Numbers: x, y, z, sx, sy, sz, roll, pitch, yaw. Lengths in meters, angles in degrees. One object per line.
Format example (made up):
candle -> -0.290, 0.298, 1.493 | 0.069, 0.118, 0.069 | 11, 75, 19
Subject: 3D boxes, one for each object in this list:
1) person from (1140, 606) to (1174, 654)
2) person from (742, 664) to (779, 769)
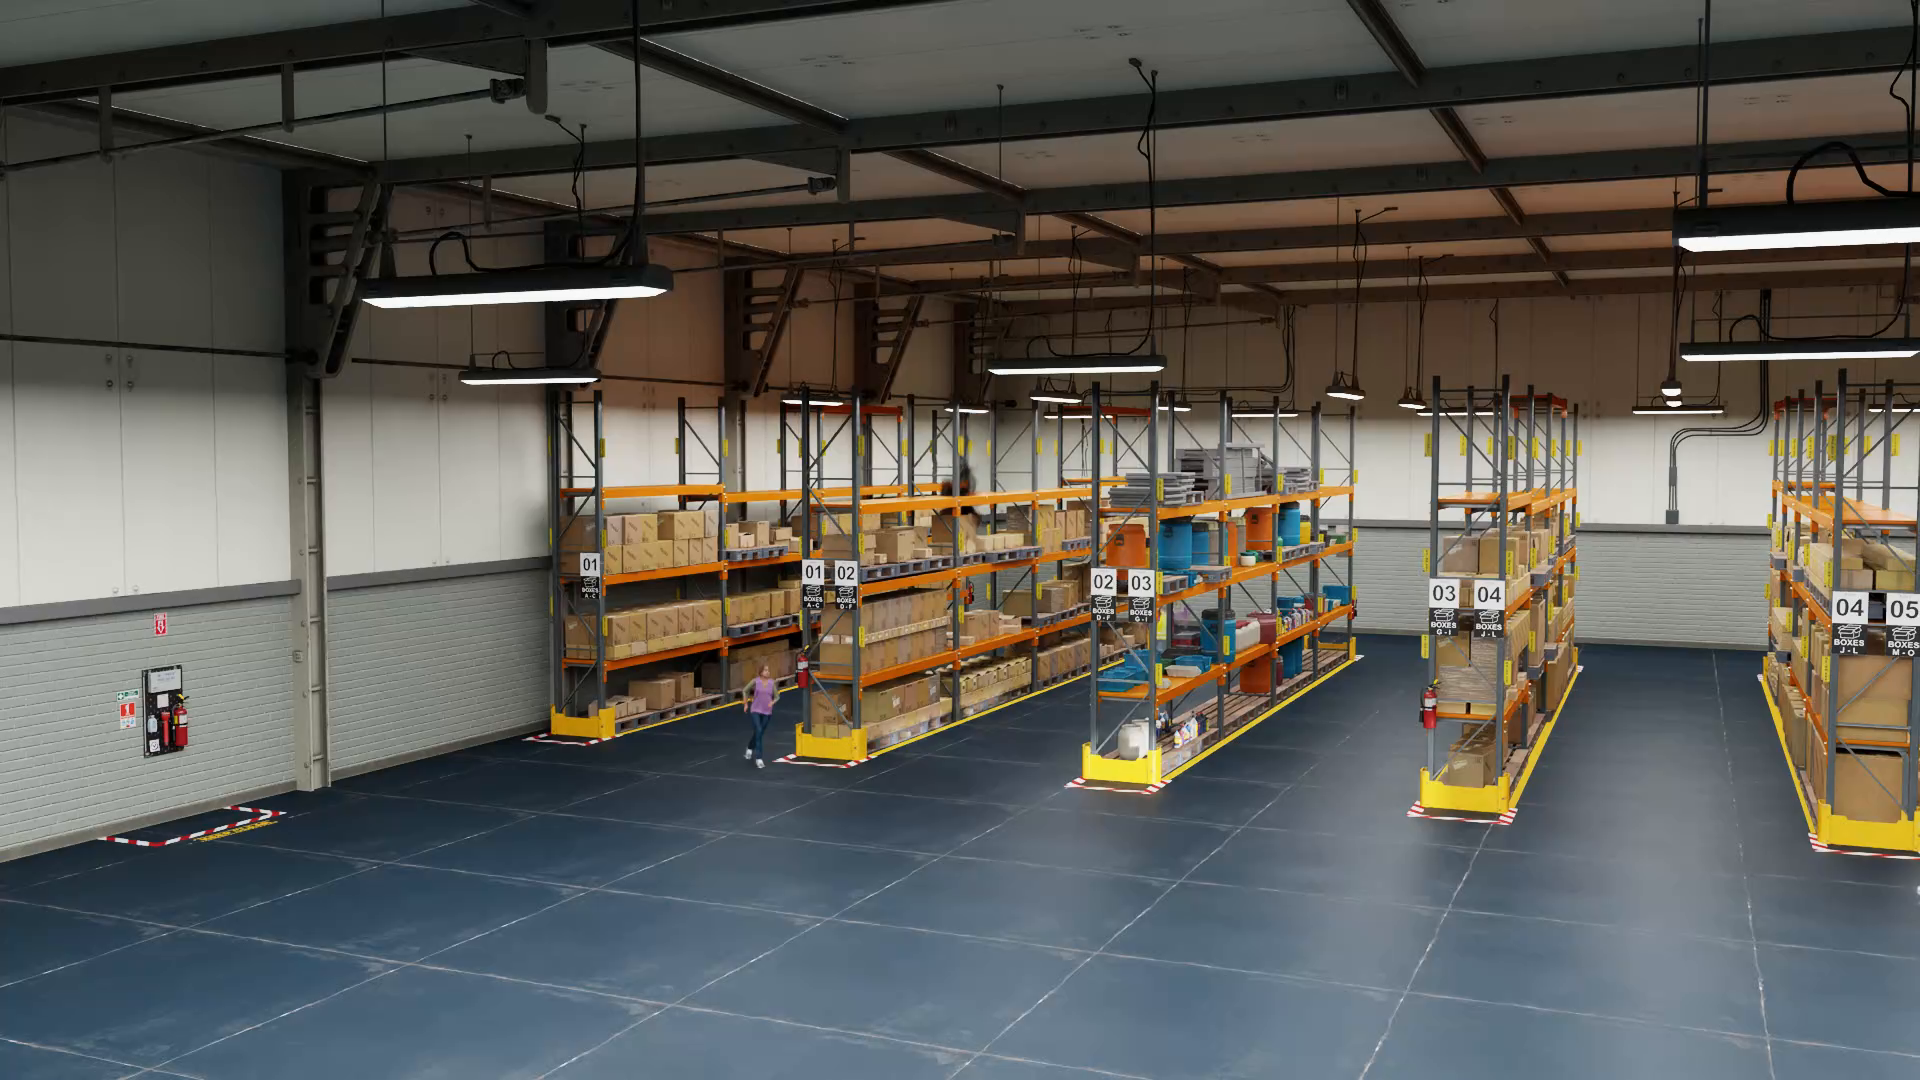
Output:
person -> 4.203, 2.167, 35.638 | 0.676, 1.818, 0.754 | 1, 3, 17
person -> -3.124, 2.751, 26.282 | 0.562, 1.581, 0.816 | -1, 3, -25
